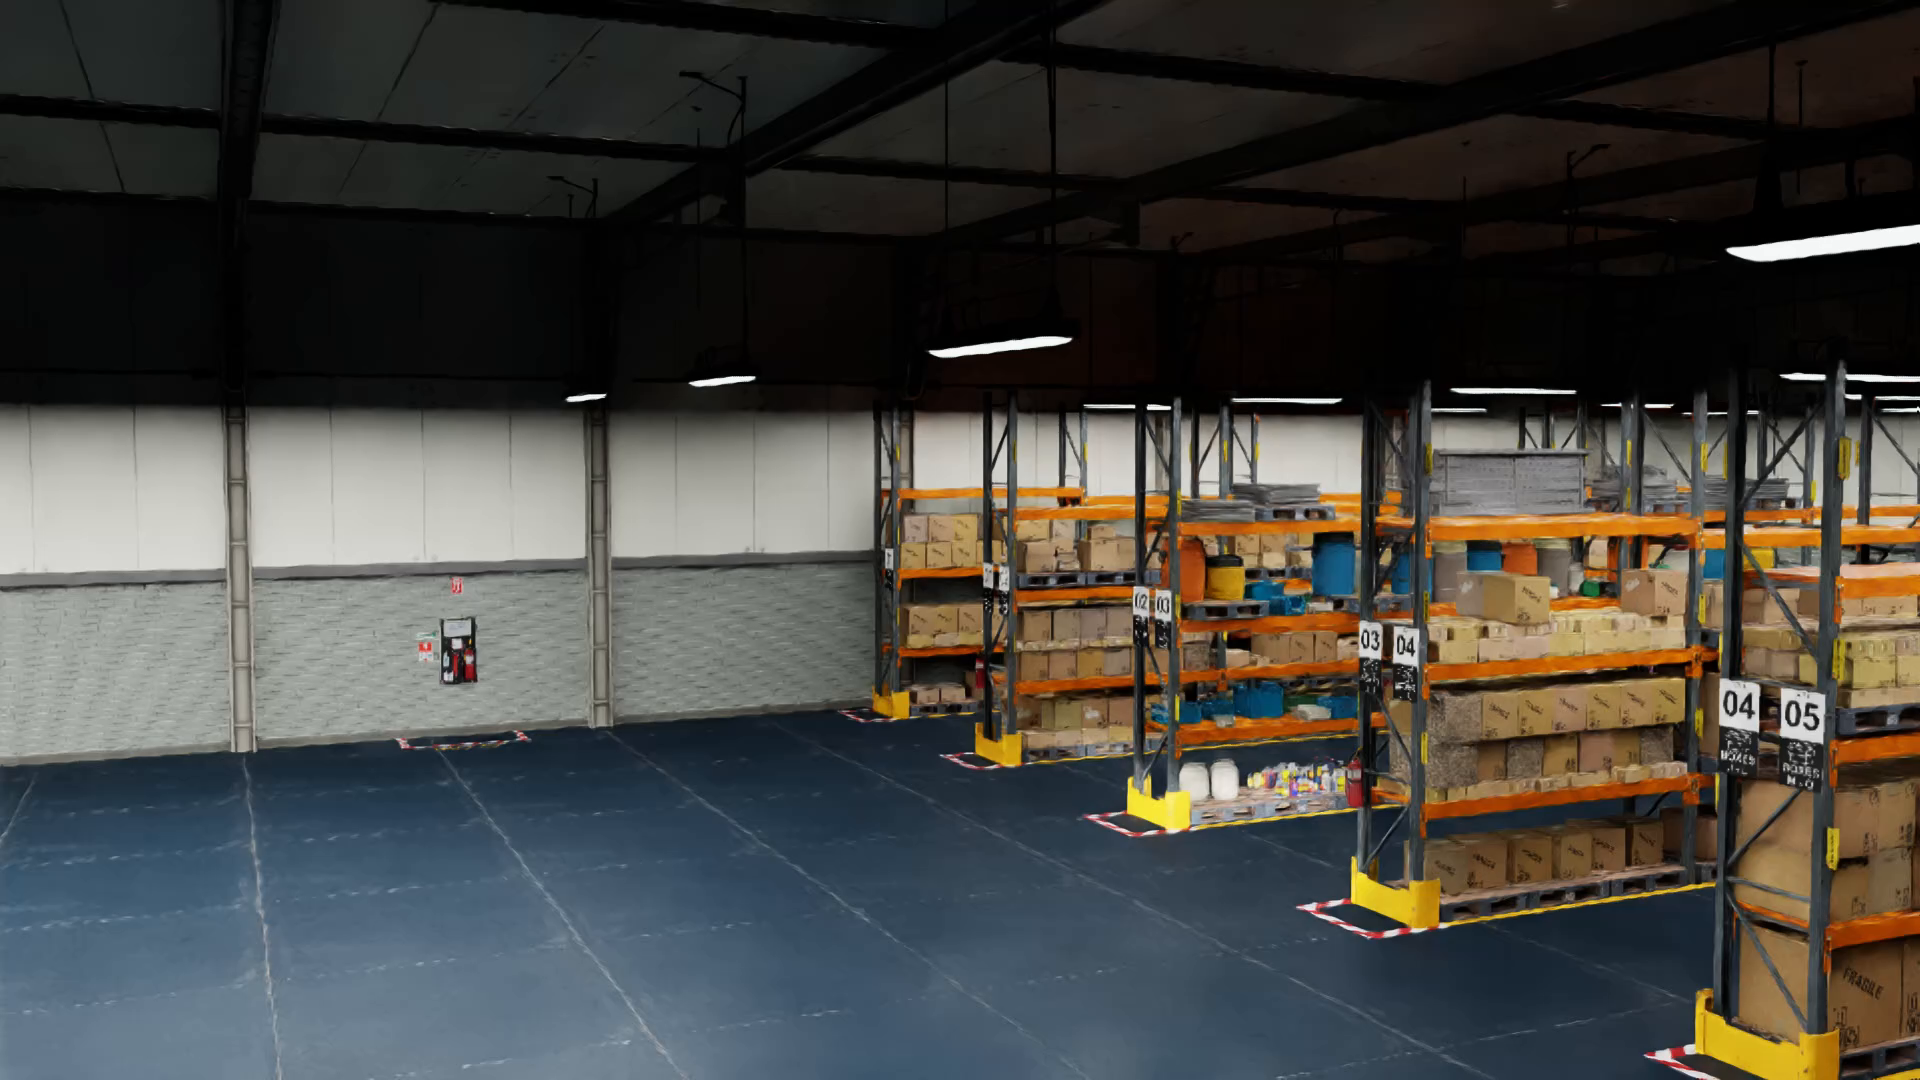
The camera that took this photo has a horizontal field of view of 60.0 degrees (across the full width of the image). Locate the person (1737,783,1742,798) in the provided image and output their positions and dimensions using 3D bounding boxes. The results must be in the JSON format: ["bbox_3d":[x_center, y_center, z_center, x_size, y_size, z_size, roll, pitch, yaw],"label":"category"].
[{"bbox_3d":[10.829,2.981,22.700,0.546,1.733,0.728,-2,4,-26],"label":"person"}]
